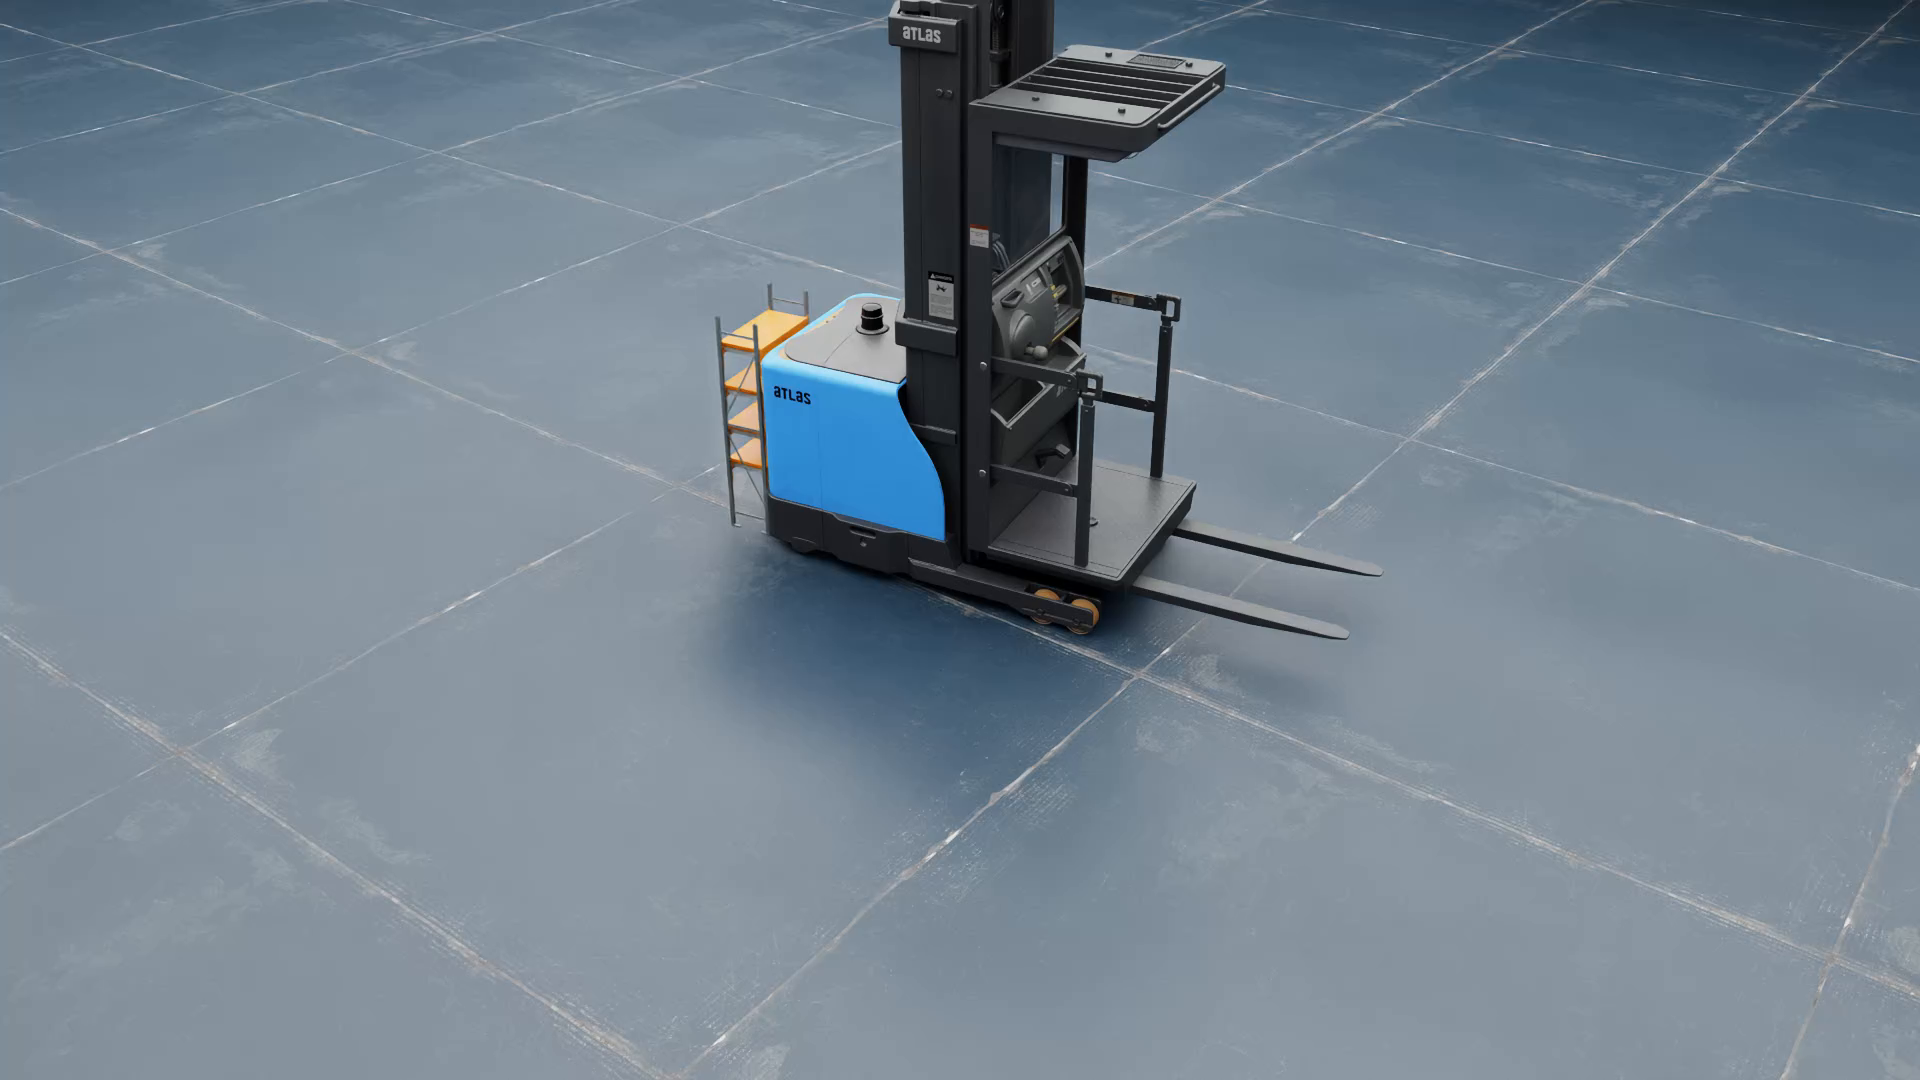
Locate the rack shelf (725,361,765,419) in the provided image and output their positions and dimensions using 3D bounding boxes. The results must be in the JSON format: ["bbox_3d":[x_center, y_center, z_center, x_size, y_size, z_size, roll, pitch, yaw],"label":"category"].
[{"bbox_3d":[-1.002,-0.817,8.645,0.258,0.148,0.480,14,33,22],"label":"rack shelf"}]

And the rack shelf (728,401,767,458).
[{"bbox_3d":[-1.002,-0.625,8.759,0.258,0.148,0.480,14,33,22],"label":"rack shelf"}]

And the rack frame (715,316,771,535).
[{"bbox_3d":[-1.110,-0.571,8.536,0.240,1.200,0.015,14,33,22],"label":"rack frame"}]

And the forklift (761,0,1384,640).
[{"bbox_3d":[0.556,-1.118,7.762,3.031,2.935,1.130,14,34,23],"label":"forklift"}]

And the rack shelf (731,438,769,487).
[{"bbox_3d":[-1.002,-0.454,8.861,0.258,0.148,0.480,14,33,22],"label":"rack shelf"}]

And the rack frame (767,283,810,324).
[{"bbox_3d":[-0.894,-0.794,8.913,0.240,1.200,0.015,14,33,22],"label":"rack frame"}]

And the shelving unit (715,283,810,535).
[{"bbox_3d":[-1.002,-0.683,8.725,0.258,1.200,0.503,14,33,22],"label":"shelving unit"}]

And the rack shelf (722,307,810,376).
[{"bbox_3d":[-1.001,-1.021,8.524,0.258,0.148,0.480,14,33,22],"label":"rack shelf"}]
